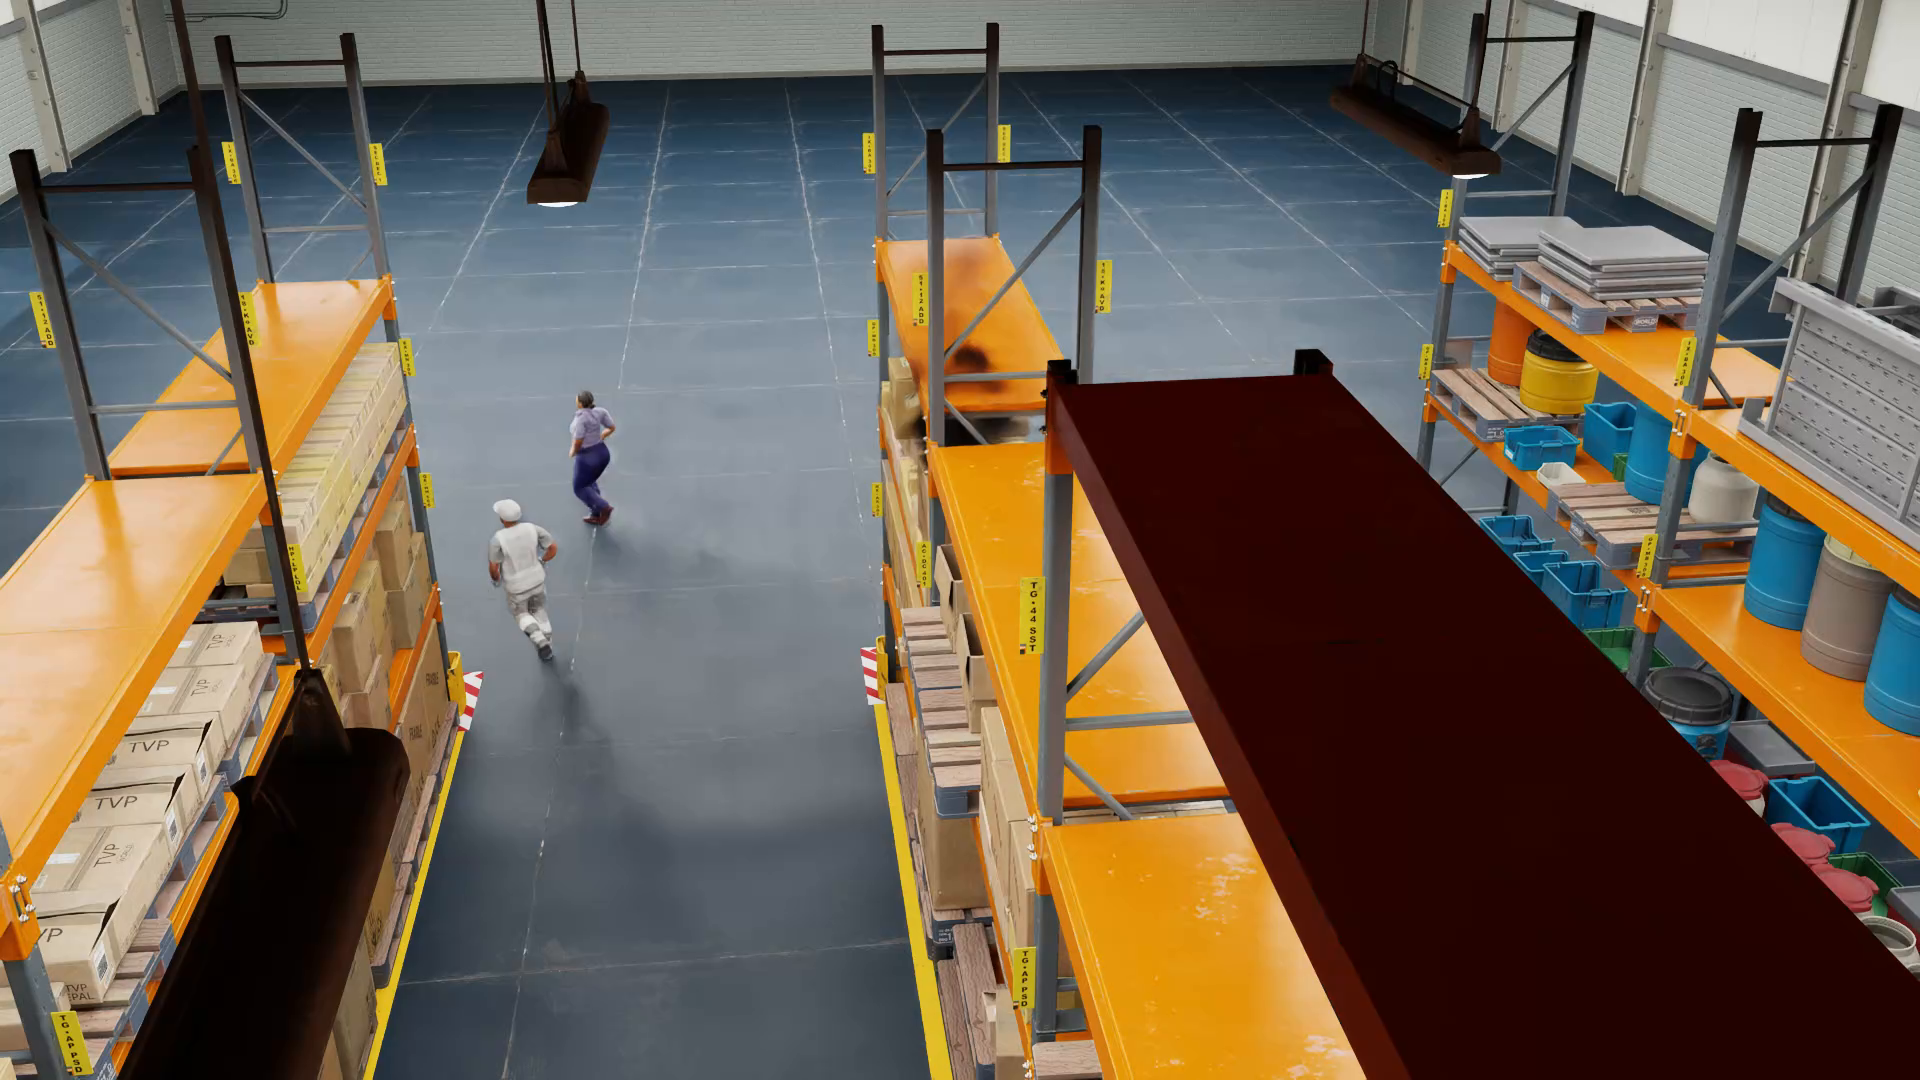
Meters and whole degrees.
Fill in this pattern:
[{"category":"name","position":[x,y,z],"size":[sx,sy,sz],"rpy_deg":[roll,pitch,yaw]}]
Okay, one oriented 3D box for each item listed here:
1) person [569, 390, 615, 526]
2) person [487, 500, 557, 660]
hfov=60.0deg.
[{"category":"person","position":[-4.077,-0.906,18.549],"size":[0.561,1.621,0.614],"rpy_deg":[15,29,28]},{"category":"person","position":[-4.101,0.418,15.655],"size":[0.700,1.748,0.596],"rpy_deg":[-17,30,-31]}]
